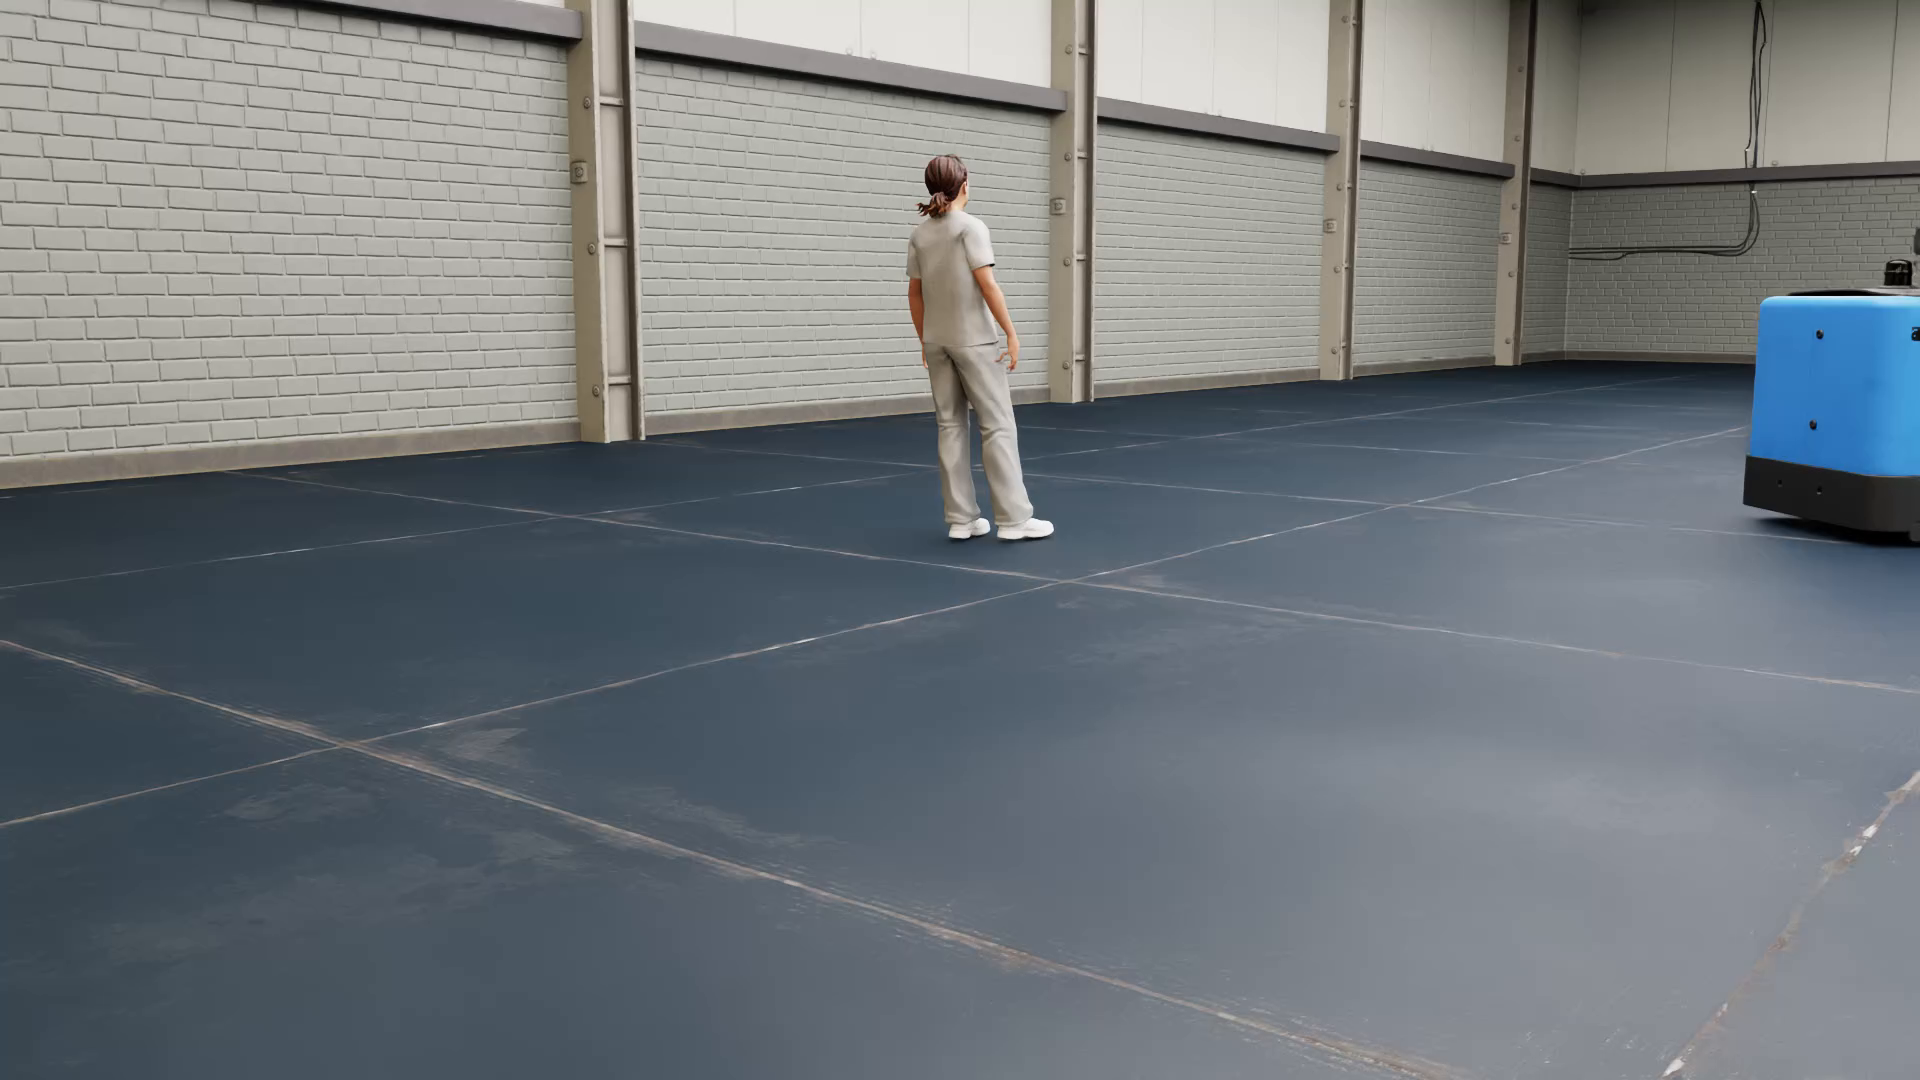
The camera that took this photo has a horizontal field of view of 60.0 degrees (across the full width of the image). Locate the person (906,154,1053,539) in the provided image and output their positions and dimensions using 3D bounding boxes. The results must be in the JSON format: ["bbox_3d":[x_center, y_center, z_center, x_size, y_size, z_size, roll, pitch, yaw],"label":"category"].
[{"bbox_3d":[0.057,-0.844,7.331,0.549,1.673,0.548,7,11,38],"label":"person"}]

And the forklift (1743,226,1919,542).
[{"bbox_3d":[5.356,-1.508,7.586,3.031,2.935,1.130,-1,8,-5],"label":"forklift"}]
